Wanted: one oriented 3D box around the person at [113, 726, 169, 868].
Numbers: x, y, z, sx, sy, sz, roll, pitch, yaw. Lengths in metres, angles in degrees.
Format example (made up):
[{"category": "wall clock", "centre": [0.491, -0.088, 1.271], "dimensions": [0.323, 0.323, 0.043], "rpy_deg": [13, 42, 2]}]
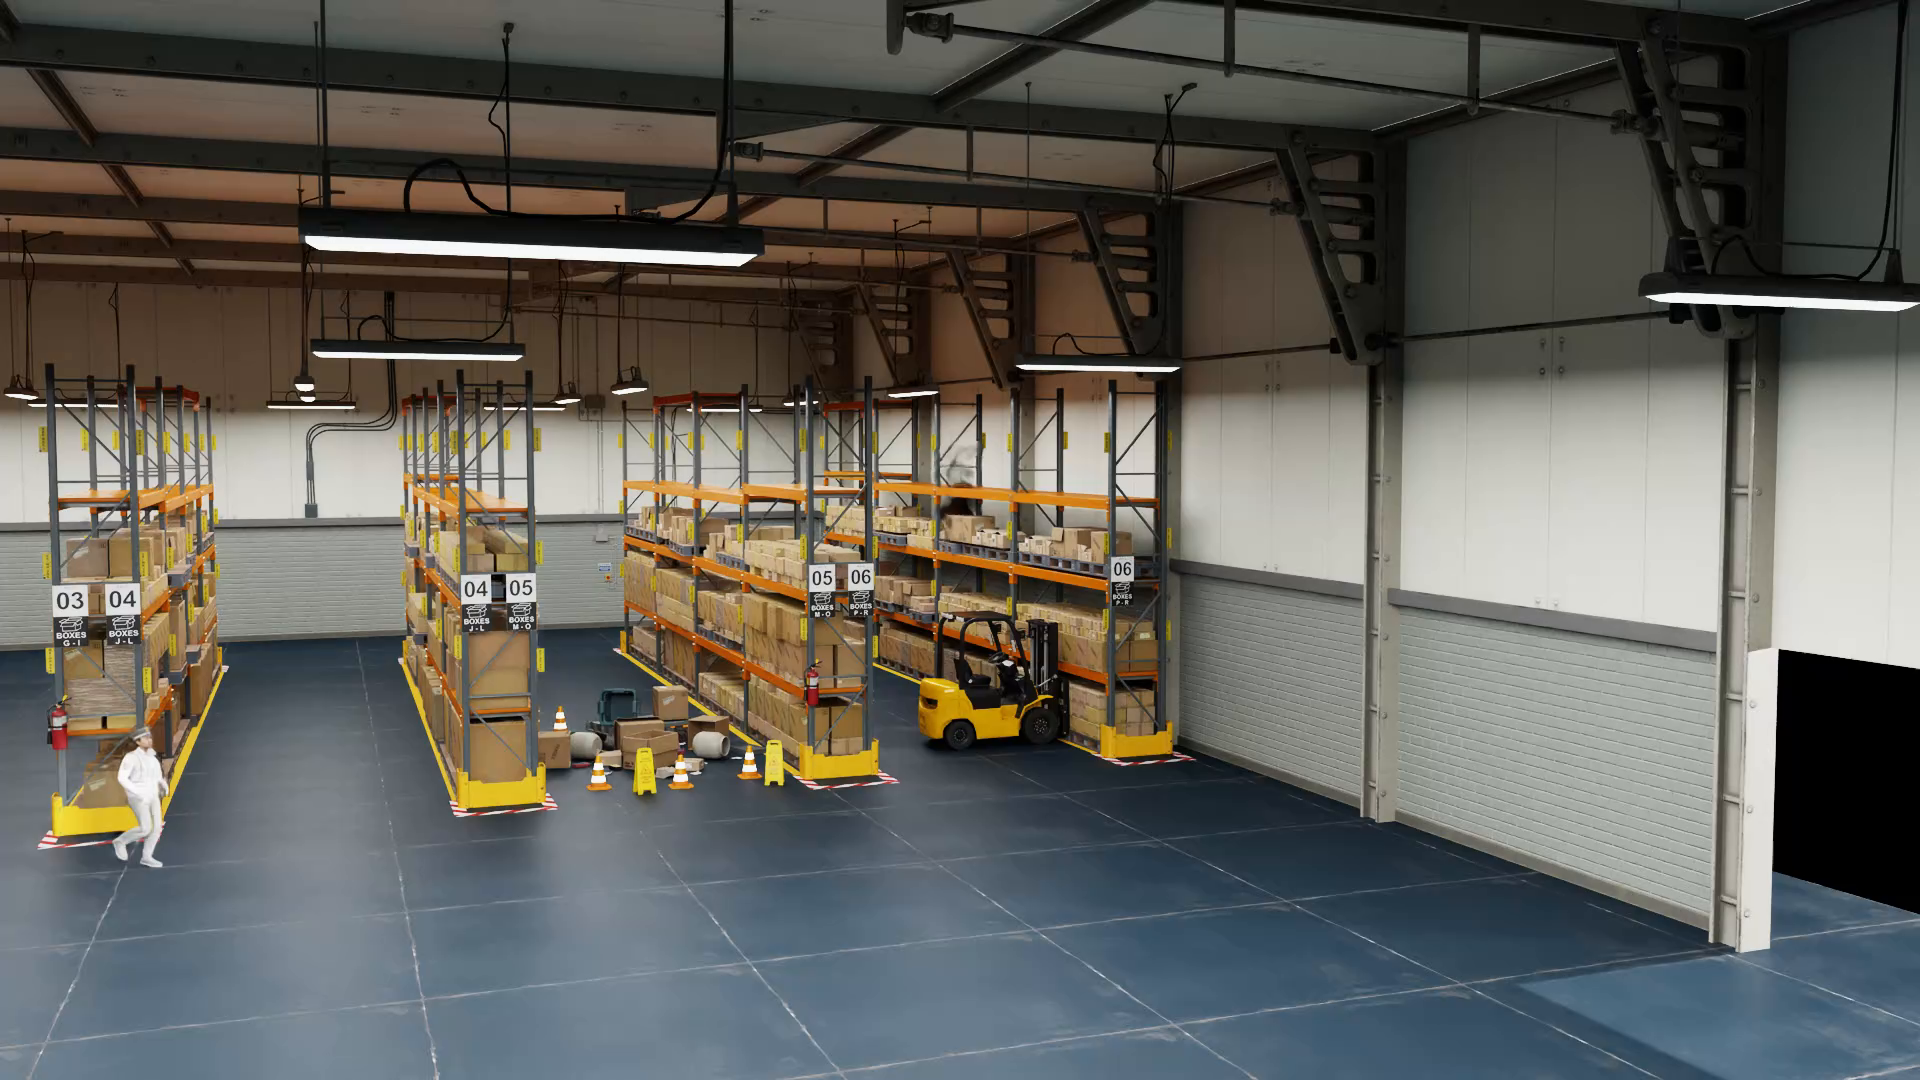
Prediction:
[{"category": "person", "centre": [-9.709, 3.028, 19.694], "dimensions": [0.578, 1.678, 0.643], "rpy_deg": [1, 3, 14]}]
